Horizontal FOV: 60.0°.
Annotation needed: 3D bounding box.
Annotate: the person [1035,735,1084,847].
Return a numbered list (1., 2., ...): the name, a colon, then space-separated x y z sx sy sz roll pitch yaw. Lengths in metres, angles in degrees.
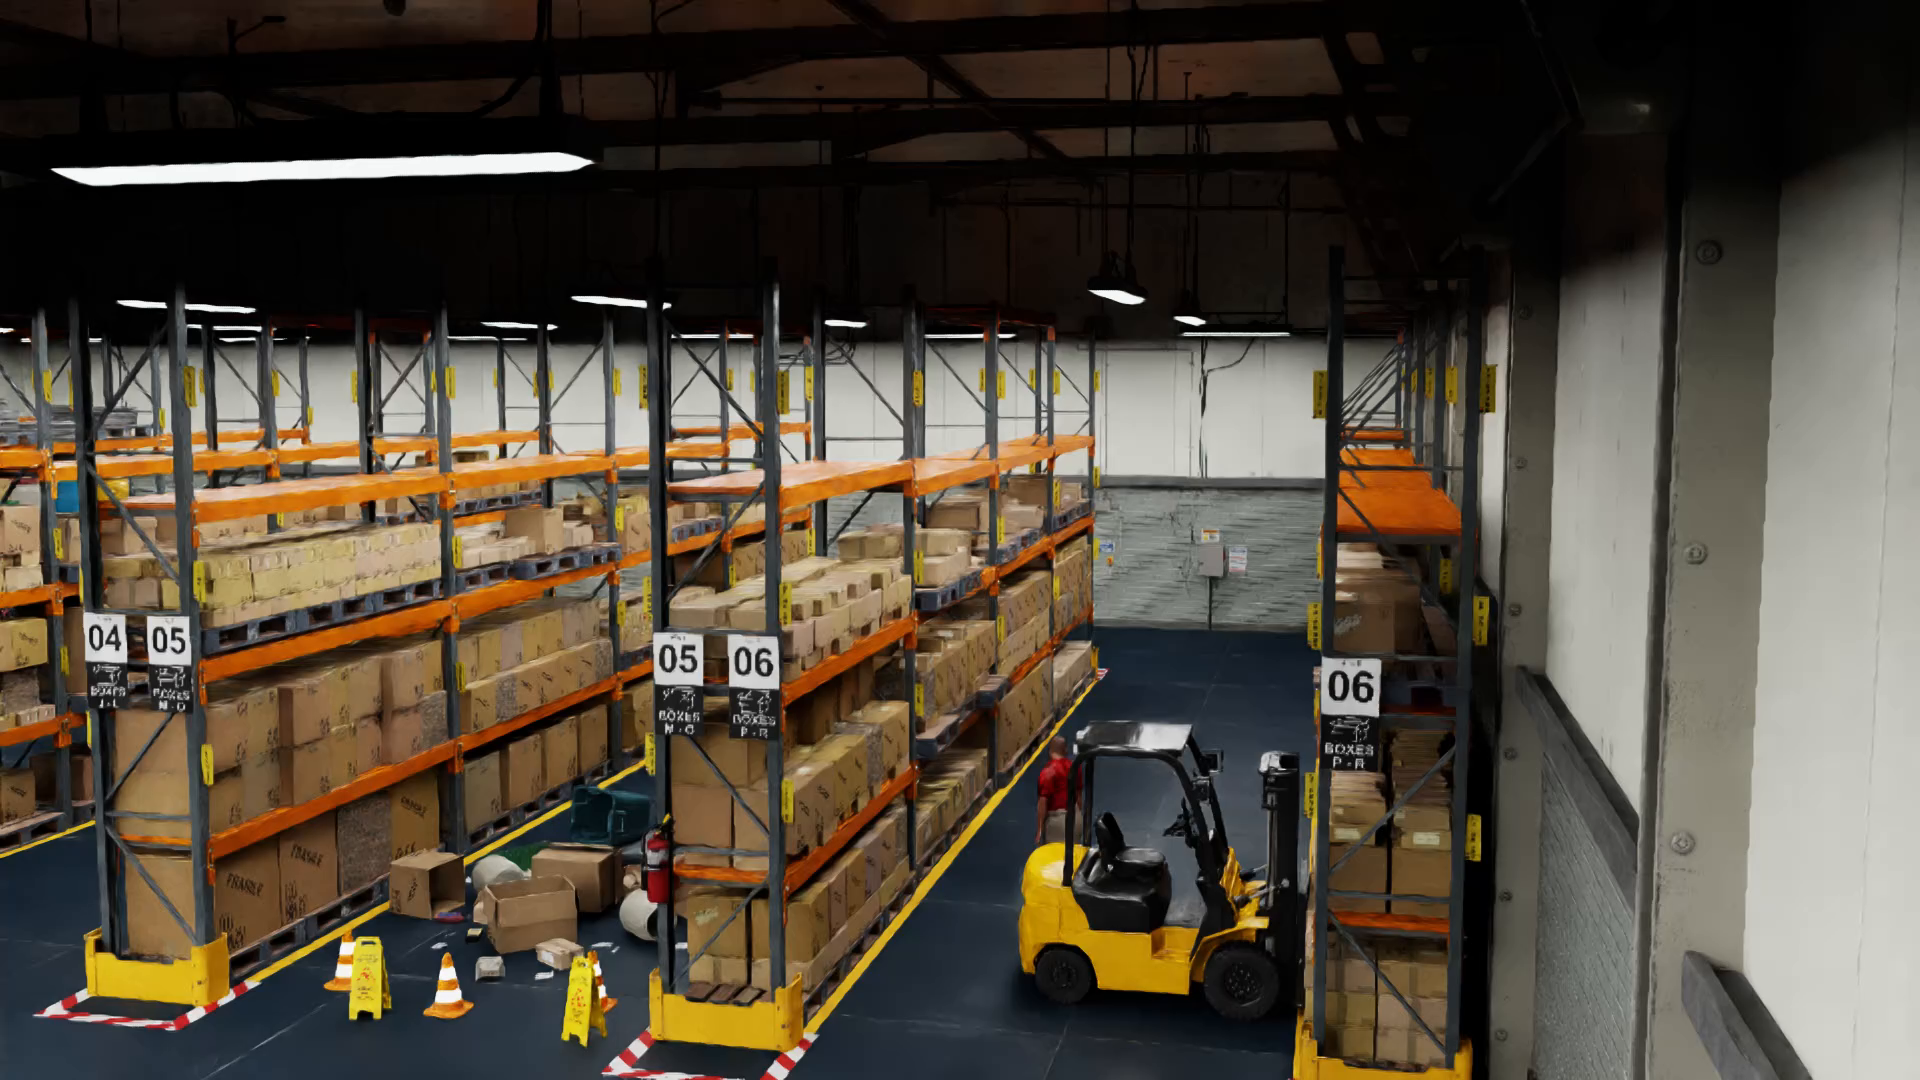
1. person: 0.917 2.702 15.761 0.546 1.727 0.633 6 8 44
